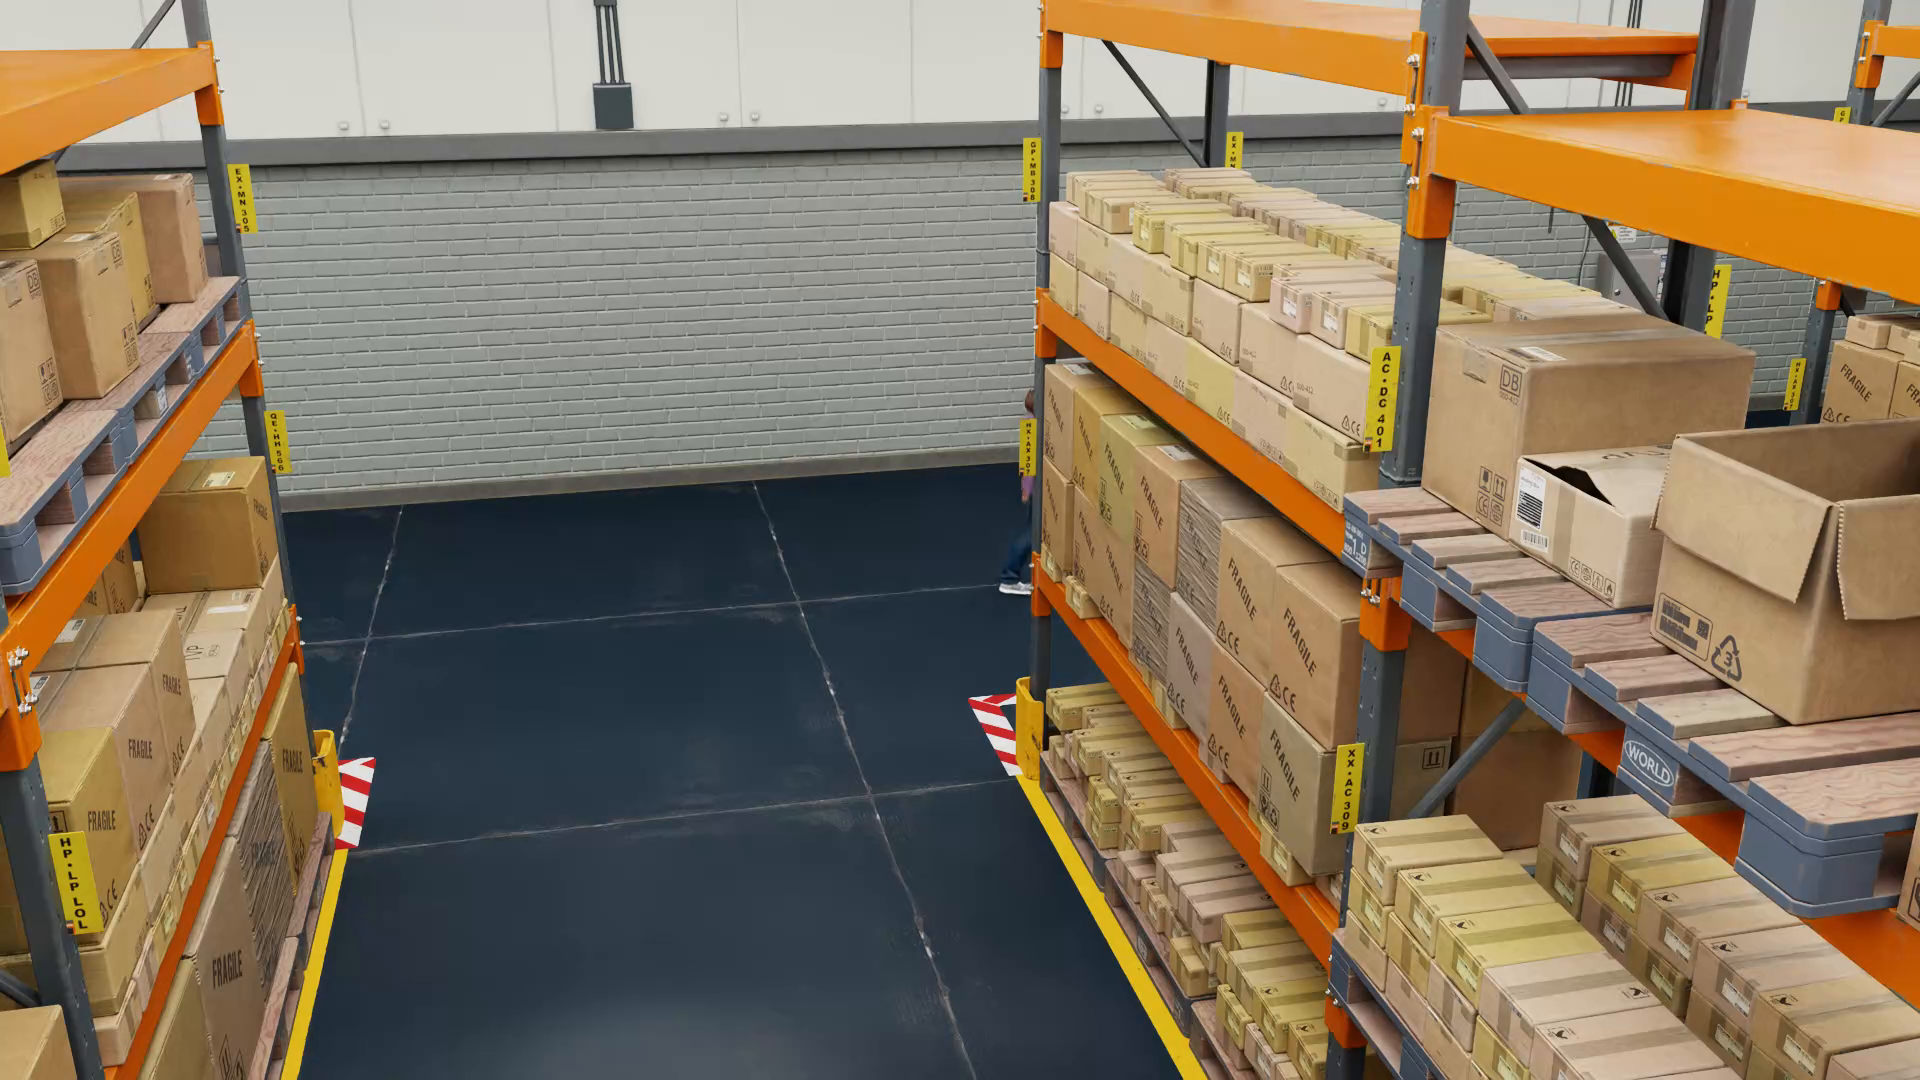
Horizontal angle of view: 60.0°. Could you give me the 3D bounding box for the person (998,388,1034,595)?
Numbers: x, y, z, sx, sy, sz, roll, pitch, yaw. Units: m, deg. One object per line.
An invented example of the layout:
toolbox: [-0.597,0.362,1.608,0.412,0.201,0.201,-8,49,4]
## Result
person: [0.680,-0.363,12.108,0.838,1.548,0.425,-4,20,-12]
